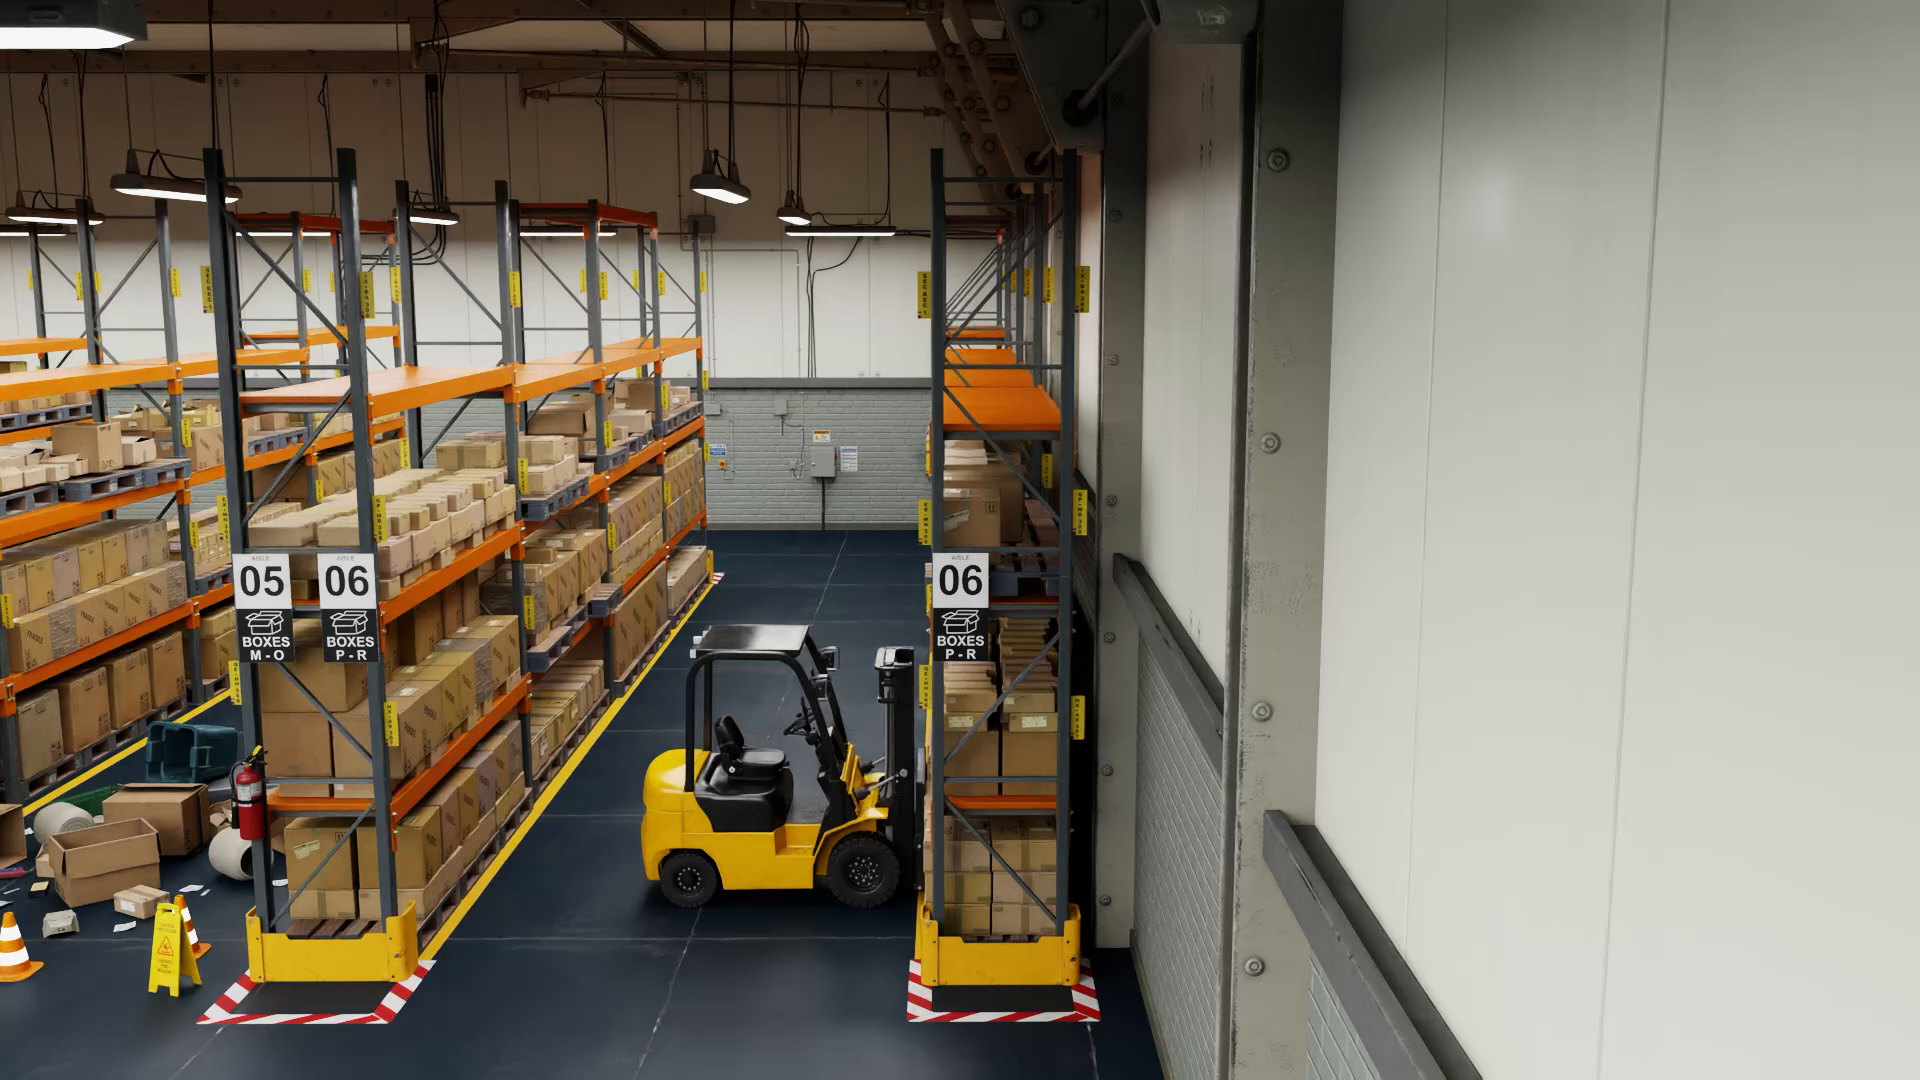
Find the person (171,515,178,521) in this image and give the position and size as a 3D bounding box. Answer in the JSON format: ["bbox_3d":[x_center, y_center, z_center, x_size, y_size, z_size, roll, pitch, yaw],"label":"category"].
[{"bbox_3d":[-11.363,0.481,24.313,0.633,1.718,1.000,-1,9,-6],"label":"person"}]
